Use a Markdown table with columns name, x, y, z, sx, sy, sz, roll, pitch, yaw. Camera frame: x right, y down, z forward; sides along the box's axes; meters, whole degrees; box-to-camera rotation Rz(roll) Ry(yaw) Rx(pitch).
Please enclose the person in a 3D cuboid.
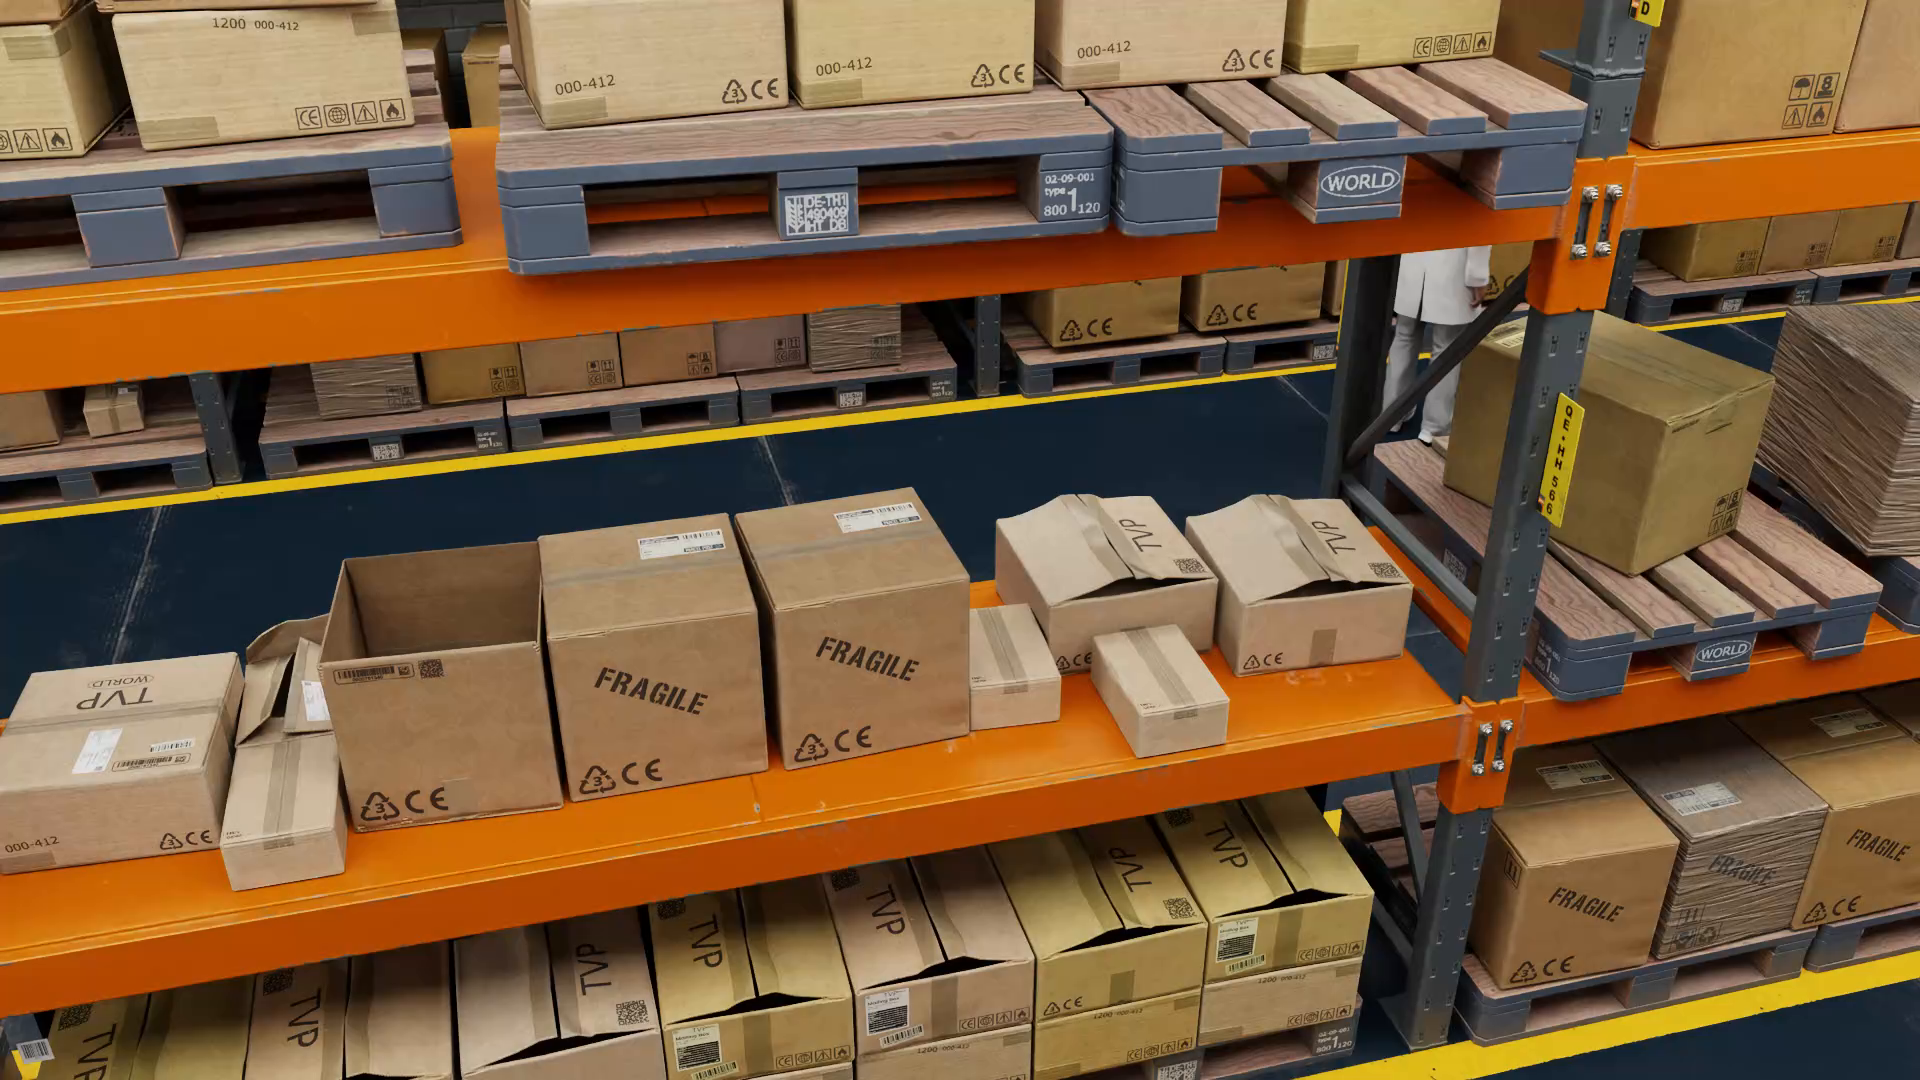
| name | x | y | z | sx | sy | sz | roll | pitch | yaw |
| --- | --- | --- | --- | --- | --- | --- | --- | --- | --- |
| person | 2.461 | -1.370 | 8.540 | 0.582 | 1.808 | 0.400 | 22 | 37 | 34 |
